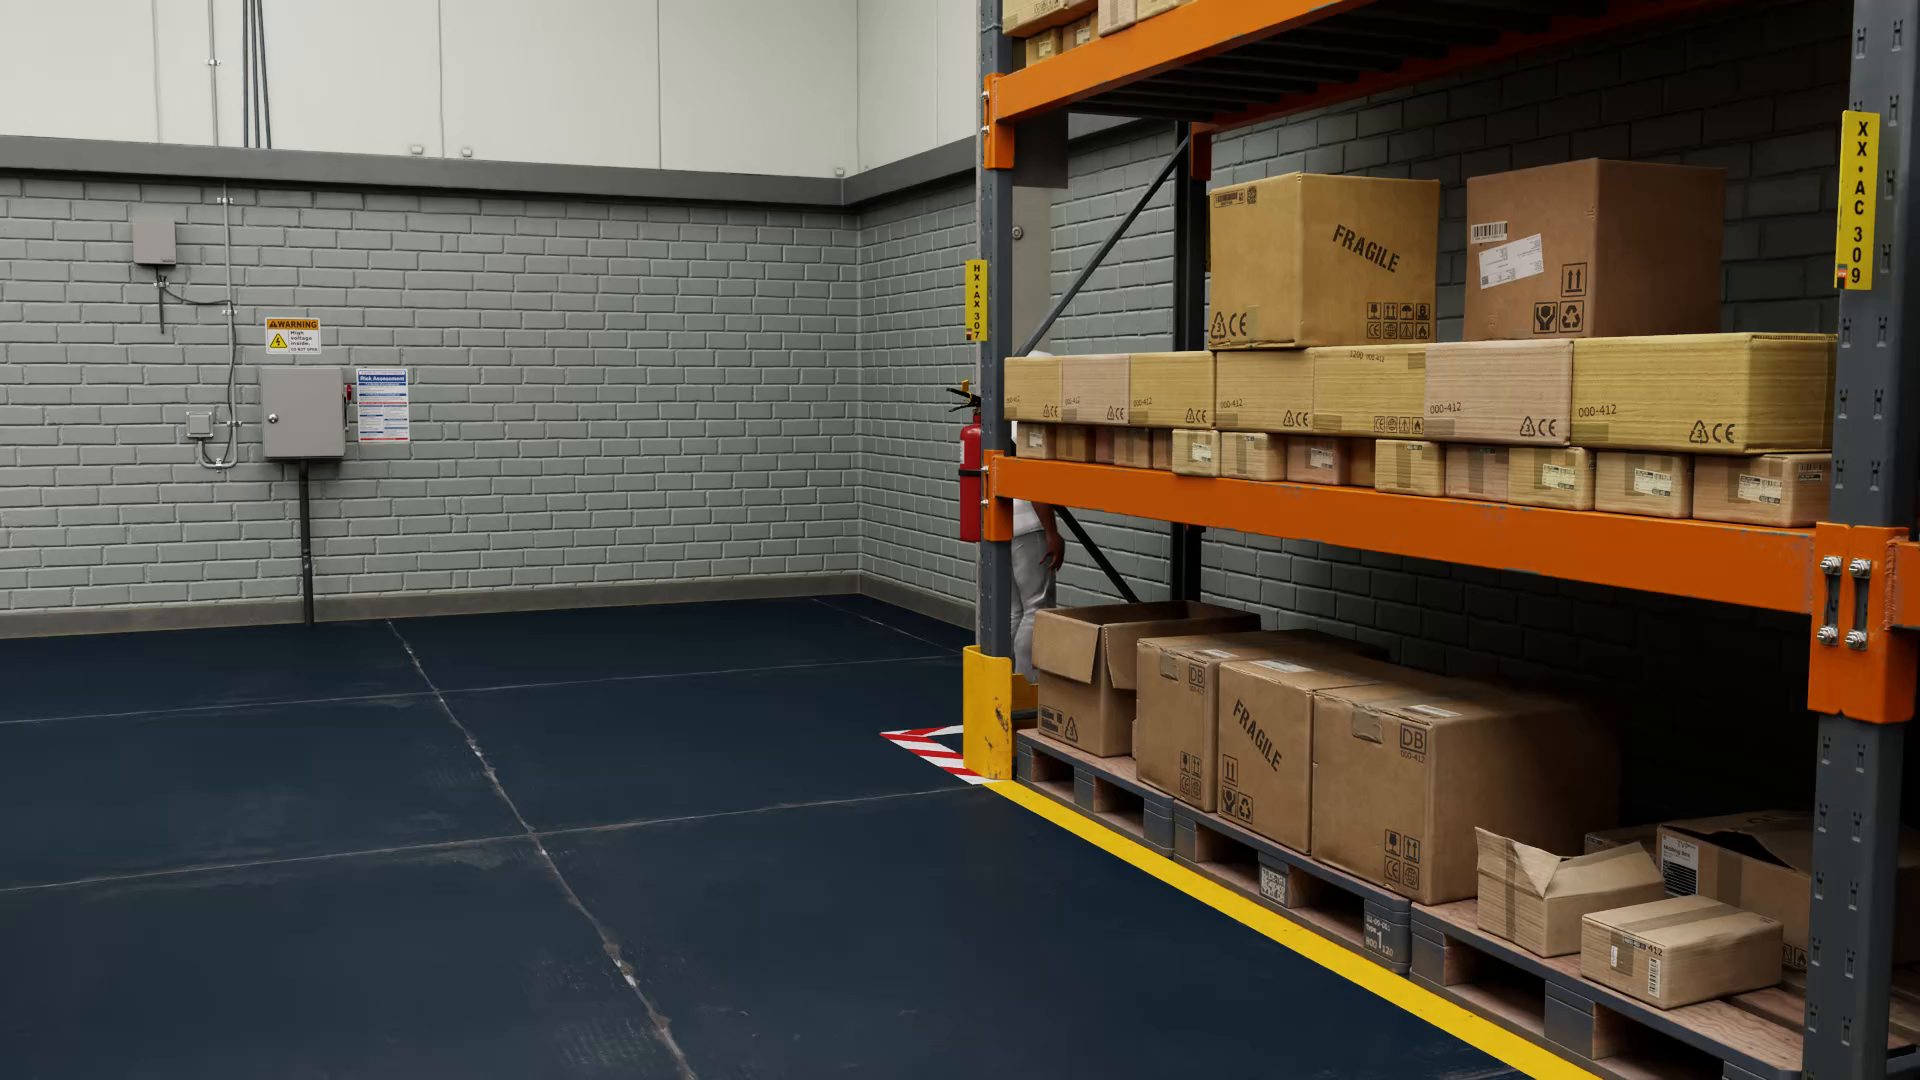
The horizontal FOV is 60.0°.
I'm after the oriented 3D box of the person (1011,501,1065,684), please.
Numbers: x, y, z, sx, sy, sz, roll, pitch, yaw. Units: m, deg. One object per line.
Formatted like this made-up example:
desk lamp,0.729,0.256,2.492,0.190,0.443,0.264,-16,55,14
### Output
person,0.339,-0.015,8.127,0.360,1.582,0.633,-2,6,-20
